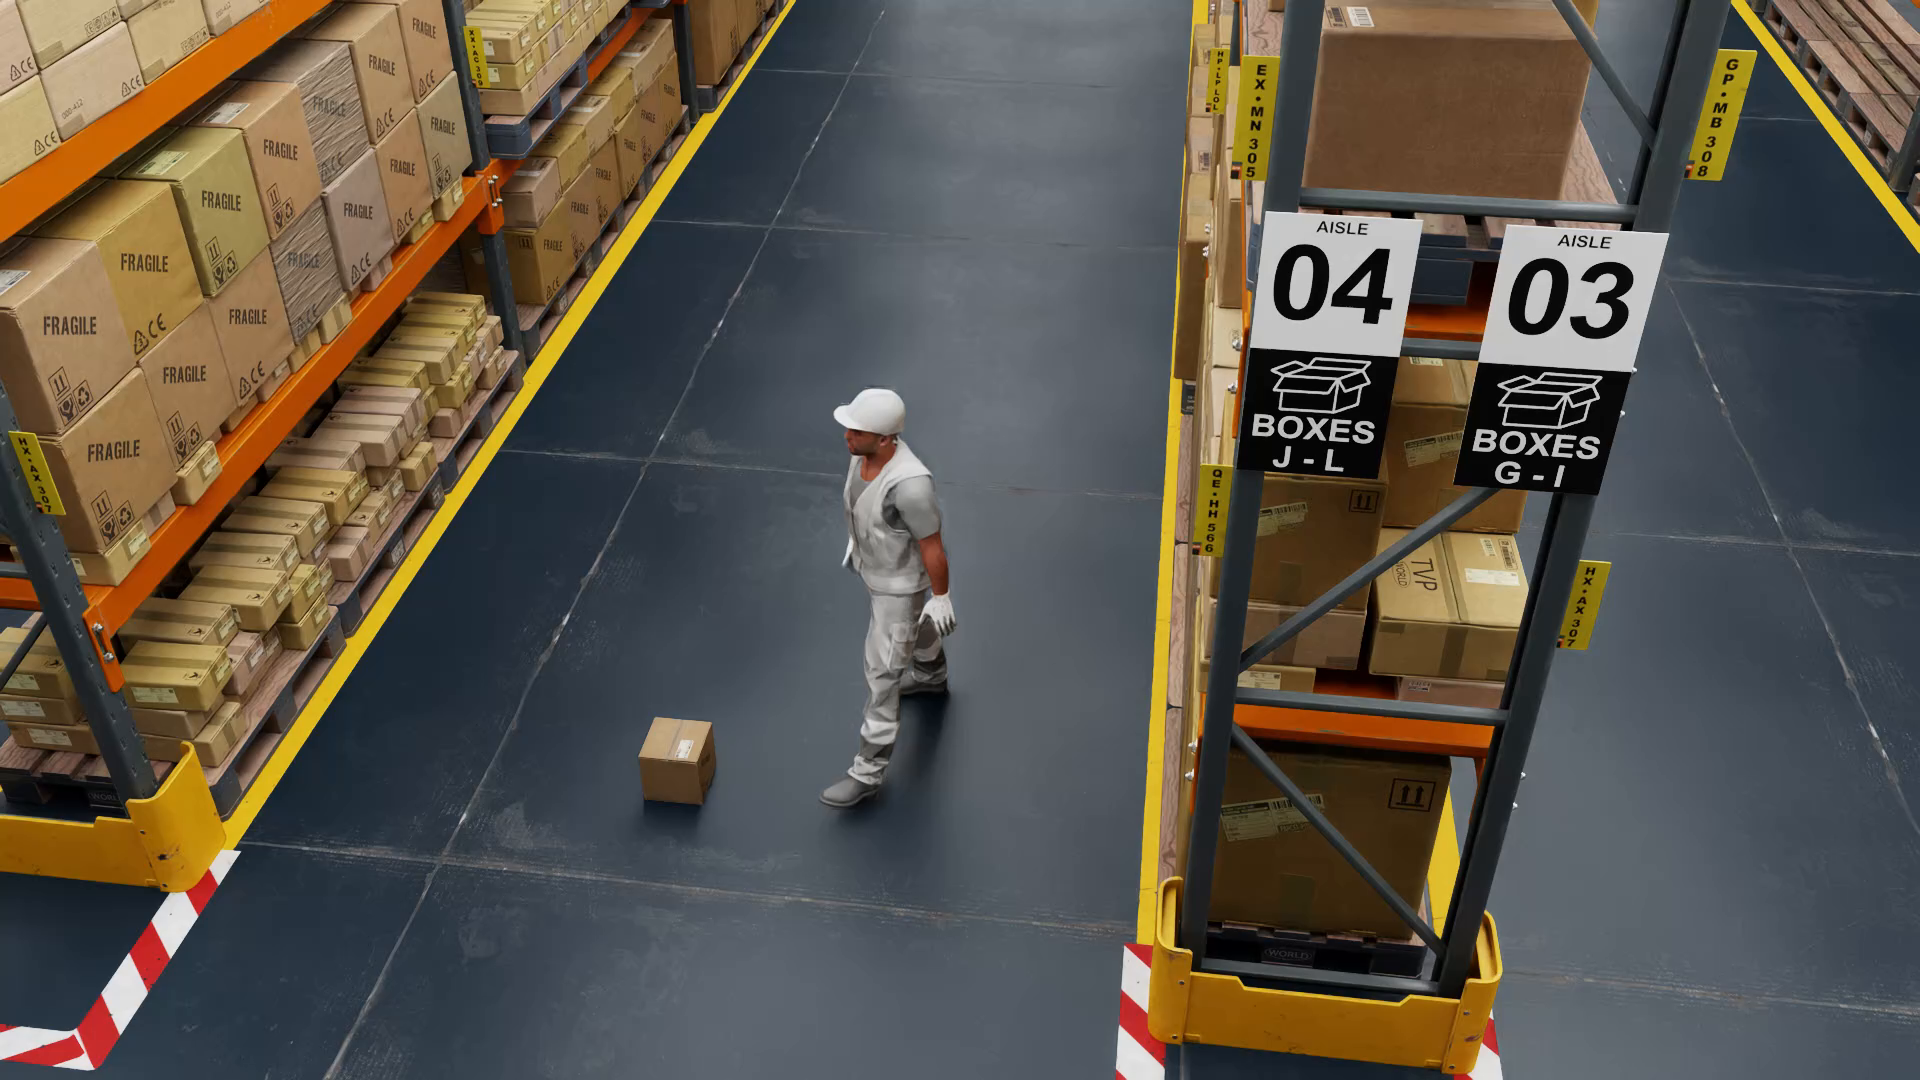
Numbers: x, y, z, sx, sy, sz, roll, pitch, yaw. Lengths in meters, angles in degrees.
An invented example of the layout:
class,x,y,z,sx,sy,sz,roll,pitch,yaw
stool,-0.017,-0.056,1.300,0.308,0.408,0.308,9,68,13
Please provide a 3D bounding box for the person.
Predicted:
class,x,y,z,sx,sy,sz,roll,pitch,yaw
person,-0.342,0.177,6.771,0.853,1.750,0.777,-16,39,-21
